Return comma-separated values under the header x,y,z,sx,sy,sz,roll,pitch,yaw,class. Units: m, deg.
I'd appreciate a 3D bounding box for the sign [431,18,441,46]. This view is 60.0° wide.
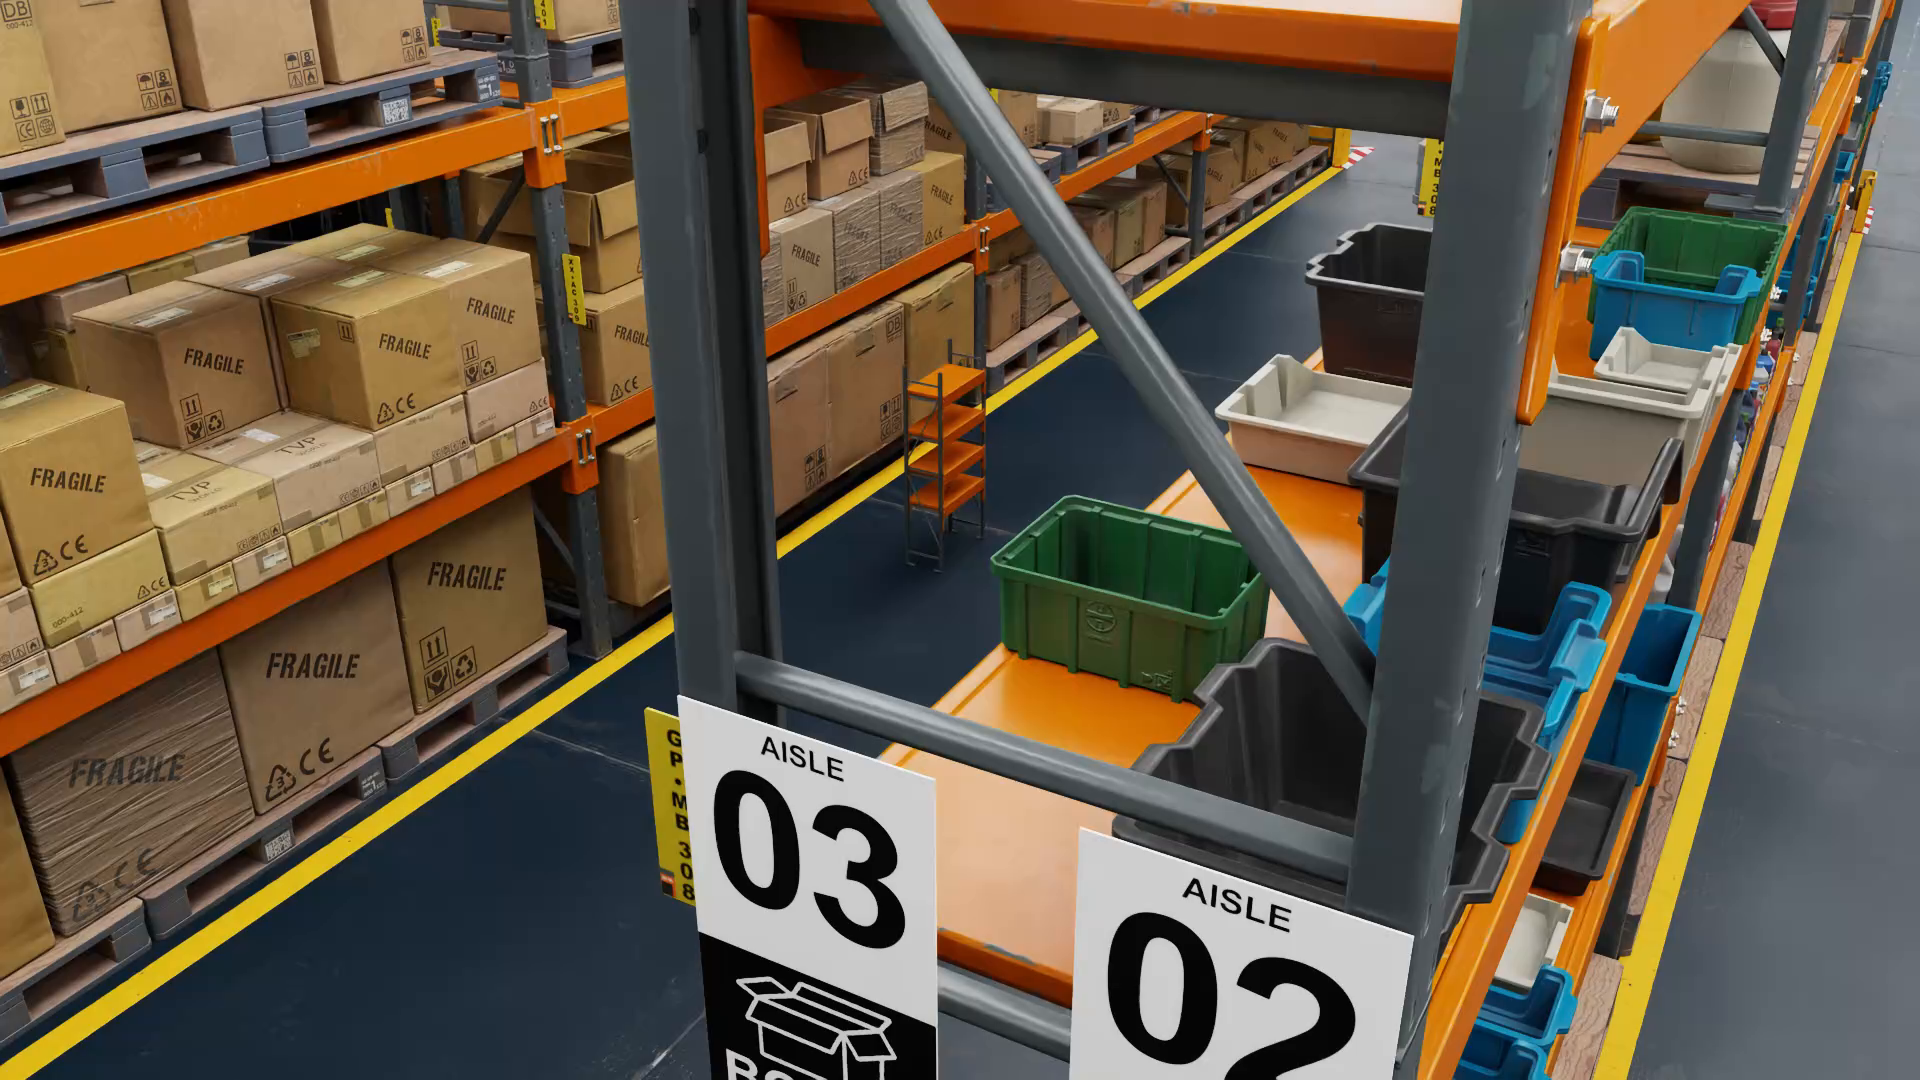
x,y,z,sx,sy,sz,roll,pitch,yaw,class
-4.080,-3.906,12.997,0.100,0.325,0.005,14,30,26,sign

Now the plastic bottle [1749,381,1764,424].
x,y,z,sx,sy,sz,roll,pitch,yaw,class
3.771,-0.656,7.932,0.097,0.201,0.097,0,27,0,plastic bottle

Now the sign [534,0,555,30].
x,y,z,sx,sy,sz,roll,pitch,yaw,class
-1.772,-2.335,7.047,0.100,0.325,0.005,14,30,26,sign

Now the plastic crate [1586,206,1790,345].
x,y,z,sx,sy,sz,roll,pitch,yaw,class
2.111,-0.773,4.830,0.450,0.188,0.662,14,30,26,plastic crate

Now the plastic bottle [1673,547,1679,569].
x,y,z,sx,sy,sz,roll,pitch,yaw,class
2.762,0.111,6.320,0.097,0.271,0.097,0,27,0,plastic bottle

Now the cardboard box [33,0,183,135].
x,y,z,sx,sy,sz,roll,pitch,yaw,class
-3.238,-1.768,5.888,0.700,0.500,0.500,16,31,28,cardboard box

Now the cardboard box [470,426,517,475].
x,y,z,sx,sy,sz,roll,pitch,yaw,class
-2.248,-0.445,7.569,0.380,0.149,0.250,15,30,27,cardboard box

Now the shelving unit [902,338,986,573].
x,y,z,sx,sy,sz,roll,pitch,yaw,class
-0.081,-0.472,9.353,0.258,1.200,0.503,14,30,26,shelving unit

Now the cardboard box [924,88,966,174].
x,y,z,sx,sy,sz,roll,pitch,yaw,class
-0.057,-2.860,11.531,0.500,0.500,0.500,10,28,20,cardboard box

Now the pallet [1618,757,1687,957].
x,y,z,sx,sy,sz,roll,pitch,yaw,class
2.472,1.197,7.123,1.003,0.211,1.213,14,30,26,pallet

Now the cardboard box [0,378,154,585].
x,y,z,sx,sy,sz,roll,pitch,yaw,class
-3.257,-0.217,5.830,0.500,0.500,0.500,13,30,25,cardboard box

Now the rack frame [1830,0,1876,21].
x,y,z,sx,sy,sz,roll,pitch,yaw,class
4.024,-4.000,7.688,1.000,3.000,0.127,14,30,26,rack frame

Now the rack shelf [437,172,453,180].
x,y,z,sx,sy,sz,roll,pitch,yaw,class
-5.541,-2.438,12.074,1.077,0.370,4.000,14,30,26,rack shelf

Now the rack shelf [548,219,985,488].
x,y,z,sx,sy,sz,roll,pitch,yaw,class
-1.272,-1.307,9.813,1.077,0.370,4.000,14,30,26,rack shelf

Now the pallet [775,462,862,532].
x,y,z,sx,sy,sz,roll,pitch,yaw,class
-1.343,-0.397,10.307,1.003,0.211,1.213,14,30,26,pallet

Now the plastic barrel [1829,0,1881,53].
x,y,z,sx,sy,sz,roll,pitch,yaw,class
4.443,-2.762,8.441,0.421,0.512,0.421,0,27,0,plastic barrel

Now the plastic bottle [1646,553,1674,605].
x,y,z,sx,sy,sz,roll,pitch,yaw,class
2.531,0.182,6.090,0.144,0.351,0.185,14,30,26,plastic bottle

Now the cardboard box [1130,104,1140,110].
x,y,z,sx,sy,sz,roll,pitch,yaw,class
1.167,-4.144,13.538,1.000,1.000,1.000,14,30,26,cardboard box

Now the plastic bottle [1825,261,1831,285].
x,y,z,sx,sy,sz,roll,pitch,yaw,class
6.843,-2.185,13.232,0.144,0.351,0.185,13,29,24,plastic bottle

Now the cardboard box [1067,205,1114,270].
x,y,z,sx,sy,sz,roll,pitch,yaw,class
0.833,-2.411,13.517,0.700,0.500,0.500,12,29,22,cardboard box

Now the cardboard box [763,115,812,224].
x,y,z,sx,sy,sz,roll,pitch,yaw,class
-1.309,-2.104,9.369,0.797,0.503,0.637,15,30,28,cardboard box

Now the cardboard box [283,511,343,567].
x,y,z,sx,sy,sz,roll,pitch,yaw,class
-2.753,-0.045,6.769,0.380,0.149,0.250,14,30,25,cardboard box

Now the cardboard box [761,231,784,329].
x,y,z,sx,sy,sz,roll,pitch,yaw,class
-1.319,-1.409,9.102,0.500,0.500,0.500,13,30,25,cardboard box

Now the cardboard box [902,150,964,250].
x,y,z,sx,sy,sz,roll,pitch,yaw,class
-0.315,-2.206,10.694,0.500,0.500,0.500,15,30,28,cardboard box

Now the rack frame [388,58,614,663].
x,y,z,sx,sy,sz,roll,pitch,yaw,class
-2.256,-0.849,8.095,1.000,3.000,0.127,14,30,26,rack frame

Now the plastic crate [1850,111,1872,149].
x,y,z,sx,sy,sz,roll,pitch,yaw,class
6.905,-3.248,13.125,0.450,0.188,0.662,14,30,26,plastic crate

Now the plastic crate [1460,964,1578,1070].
x,y,z,sx,sy,sz,roll,pitch,yaw,class
1.292,1.195,4.132,0.416,0.233,0.300,14,30,26,plastic crate

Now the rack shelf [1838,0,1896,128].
x,y,z,sx,sy,sz,roll,pitch,yaw,class
5.008,-3.116,10.077,1.077,0.370,4.000,14,30,26,rack shelf

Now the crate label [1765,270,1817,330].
x,y,z,sx,sy,sz,roll,pitch,yaw,class
4.557,-1.324,9.231,0.303,0.233,0.416,14,30,26,crate label

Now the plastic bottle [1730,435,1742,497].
x,y,z,sx,sy,sz,roll,pitch,yaw,class
3.314,-0.326,7.193,0.097,0.271,0.097,0,27,0,plastic bottle

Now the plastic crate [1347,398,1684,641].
x,y,z,sx,sy,sz,roll,pitch,yaw,class
1.079,-0.048,3.213,0.504,0.338,0.767,14,30,26,plastic crate

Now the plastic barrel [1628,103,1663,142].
x,y,z,sx,sy,sz,roll,pitch,yaw,class
2.328,-1.772,5.909,0.600,0.588,0.600,0,27,0,plastic barrel

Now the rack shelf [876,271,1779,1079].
x,y,z,sx,sy,sz,roll,pitch,yaw,class
1.072,0.001,3.849,1.077,0.370,4.000,14,30,26,rack shelf

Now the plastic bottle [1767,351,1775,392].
x,y,z,sx,sy,sz,roll,pitch,yaw,class
4.010,-0.846,8.311,0.097,0.201,0.097,0,27,0,plastic bottle

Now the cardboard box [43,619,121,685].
x,y,z,sx,sy,sz,roll,pitch,yaw,class
-3.258,0.356,5.969,0.380,0.149,0.250,14,30,25,cardboard box

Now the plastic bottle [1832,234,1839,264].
x,y,z,sx,sy,sz,roll,pitch,yaw,class
7.221,-2.455,13.855,0.152,0.276,0.135,13,30,25,plastic bottle

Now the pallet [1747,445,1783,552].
x,y,z,sx,sy,sz,roll,pitch,yaw,class
4.439,-0.364,10.241,1.003,0.211,1.213,14,30,26,pallet

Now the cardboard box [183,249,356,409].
x,y,z,sx,sy,sz,roll,pitch,yaw,class
-2.963,-0.930,7.254,0.500,0.500,0.500,14,30,26,cardboard box

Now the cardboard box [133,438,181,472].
x,y,z,sx,sy,sz,roll,pitch,yaw,class
-3.464,-0.203,6.640,0.500,0.250,0.500,14,30,26,cardboard box

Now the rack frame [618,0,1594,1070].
x,y,z,sx,sy,sz,roll,pitch,yaw,class
0.088,-0.882,1.459,1.000,3.000,0.127,14,30,26,rack frame

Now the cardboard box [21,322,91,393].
x,y,z,sx,sy,sz,roll,pitch,yaw,class
-5.930,-1.280,11.280,0.500,0.500,0.500,15,30,28,cardboard box

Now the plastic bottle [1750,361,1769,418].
x,y,z,sx,sy,sz,roll,pitch,yaw,class
3.819,-0.725,7.992,0.097,0.271,0.097,0,27,0,plastic bottle

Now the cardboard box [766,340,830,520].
x,y,z,sx,sy,sz,roll,pitch,yaw,class
-1.520,-0.689,9.680,1.225,0.875,0.875,13,29,24,cardboard box

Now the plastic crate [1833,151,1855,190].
x,y,z,sx,sy,sz,roll,pitch,yaw,class
5.720,-2.371,11.153,0.392,0.384,0.575,14,30,26,plastic crate

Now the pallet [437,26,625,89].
x,y,z,sx,sy,sz,roll,pitch,yaw,class
-1.848,-2.473,8.202,0.805,0.209,1.217,13,29,24,pallet

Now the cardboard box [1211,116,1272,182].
x,y,z,sx,sy,sz,roll,pitch,yaw,class
2.737,-3.876,16.465,0.500,0.500,0.500,17,31,31,cardboard box

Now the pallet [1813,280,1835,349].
x,y,z,sx,sy,sz,roll,pitch,yaw,class
6.358,-1.882,13.273,1.003,0.211,1.213,14,30,26,pallet

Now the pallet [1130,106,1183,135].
x,y,z,sx,sy,sz,roll,pitch,yaw,class
1.177,-3.615,13.835,1.003,0.211,1.213,14,30,26,pallet

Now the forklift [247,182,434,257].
x,y,z,sx,sy,sz,roll,pitch,yaw,class
-4.099,-2.276,11.022,1.130,2.935,3.031,-4,27,-8,forklift

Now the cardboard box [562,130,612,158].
x,y,z,sx,sy,sz,roll,pitch,yaw,class
-3.752,-3.280,14.996,1.050,0.750,0.750,15,30,27,cardboard box

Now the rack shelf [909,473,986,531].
x,y,z,sx,sy,sz,roll,pitch,yaw,class
-0.081,-0.234,9.472,0.258,0.148,0.480,14,30,26,rack shelf

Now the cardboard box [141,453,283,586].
x,y,z,sx,sy,sz,roll,pitch,yaw,class
-3.000,-0.087,6.409,0.500,0.250,0.500,14,30,25,cardboard box

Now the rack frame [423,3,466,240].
x,y,z,sx,sy,sz,roll,pitch,yaw,class
-4.557,-3.540,13.470,1.000,3.000,0.127,14,30,26,rack frame

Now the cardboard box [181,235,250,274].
x,y,z,sx,sy,sz,roll,pitch,yaw,class
-5.417,-2.022,11.923,0.500,0.250,0.500,15,30,28,cardboard box

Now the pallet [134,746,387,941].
x,y,z,sx,sy,sz,roll,pitch,yaw,class
-3.297,1.154,7.208,1.003,0.211,1.213,14,30,26,pallet

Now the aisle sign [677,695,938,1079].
x,y,z,sx,sy,sz,roll,pitch,yaw,class
-0.202,0.602,2.293,0.394,0.787,0.004,14,30,26,aisle sign

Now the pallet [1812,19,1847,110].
x,y,z,sx,sy,sz,roll,pitch,yaw,class
3.562,-2.298,7.849,1.003,0.211,1.213,14,30,26,pallet

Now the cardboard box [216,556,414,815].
x,y,z,sx,sy,sz,roll,pitch,yaw,class
-3.093,0.504,7.297,0.875,0.875,0.875,14,30,26,cardboard box

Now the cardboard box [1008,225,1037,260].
x,y,z,sx,sy,sz,roll,pitch,yaw,class
0.267,-2.299,12.455,0.500,0.250,0.500,18,32,32,cardboard box
